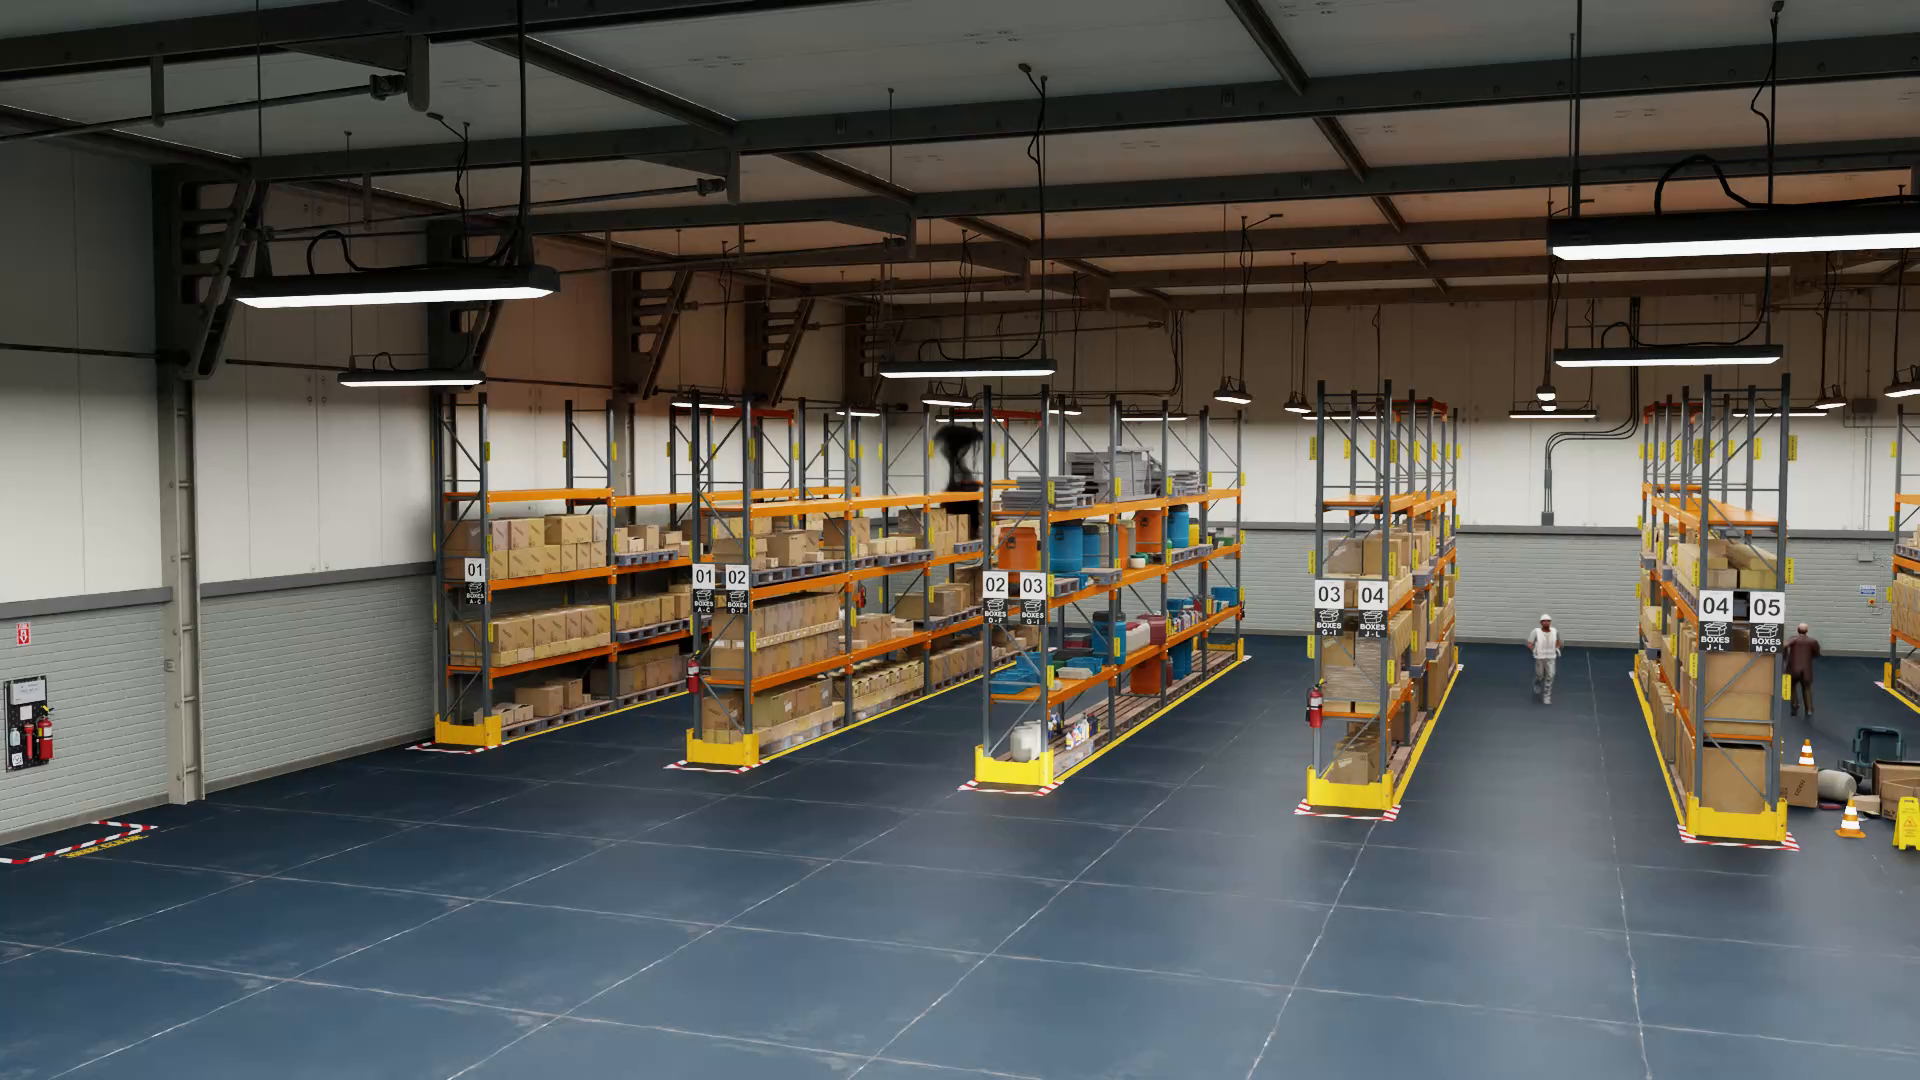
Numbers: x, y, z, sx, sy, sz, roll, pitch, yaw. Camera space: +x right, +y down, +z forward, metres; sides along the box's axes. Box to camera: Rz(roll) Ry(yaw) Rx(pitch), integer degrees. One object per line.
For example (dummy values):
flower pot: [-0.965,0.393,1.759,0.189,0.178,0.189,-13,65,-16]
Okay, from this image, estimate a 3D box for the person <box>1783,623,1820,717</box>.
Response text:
person: [15.745,2.454,31.196,0.724,1.794,0.952,1,3,17]

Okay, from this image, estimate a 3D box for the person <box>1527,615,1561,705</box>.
person: [11.662,2.363,33.144,0.683,1.765,0.849,0,3,7]

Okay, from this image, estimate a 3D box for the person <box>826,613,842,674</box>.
person: [-2.909,2.190,37.815,0.592,1.640,0.739,1,3,11]
